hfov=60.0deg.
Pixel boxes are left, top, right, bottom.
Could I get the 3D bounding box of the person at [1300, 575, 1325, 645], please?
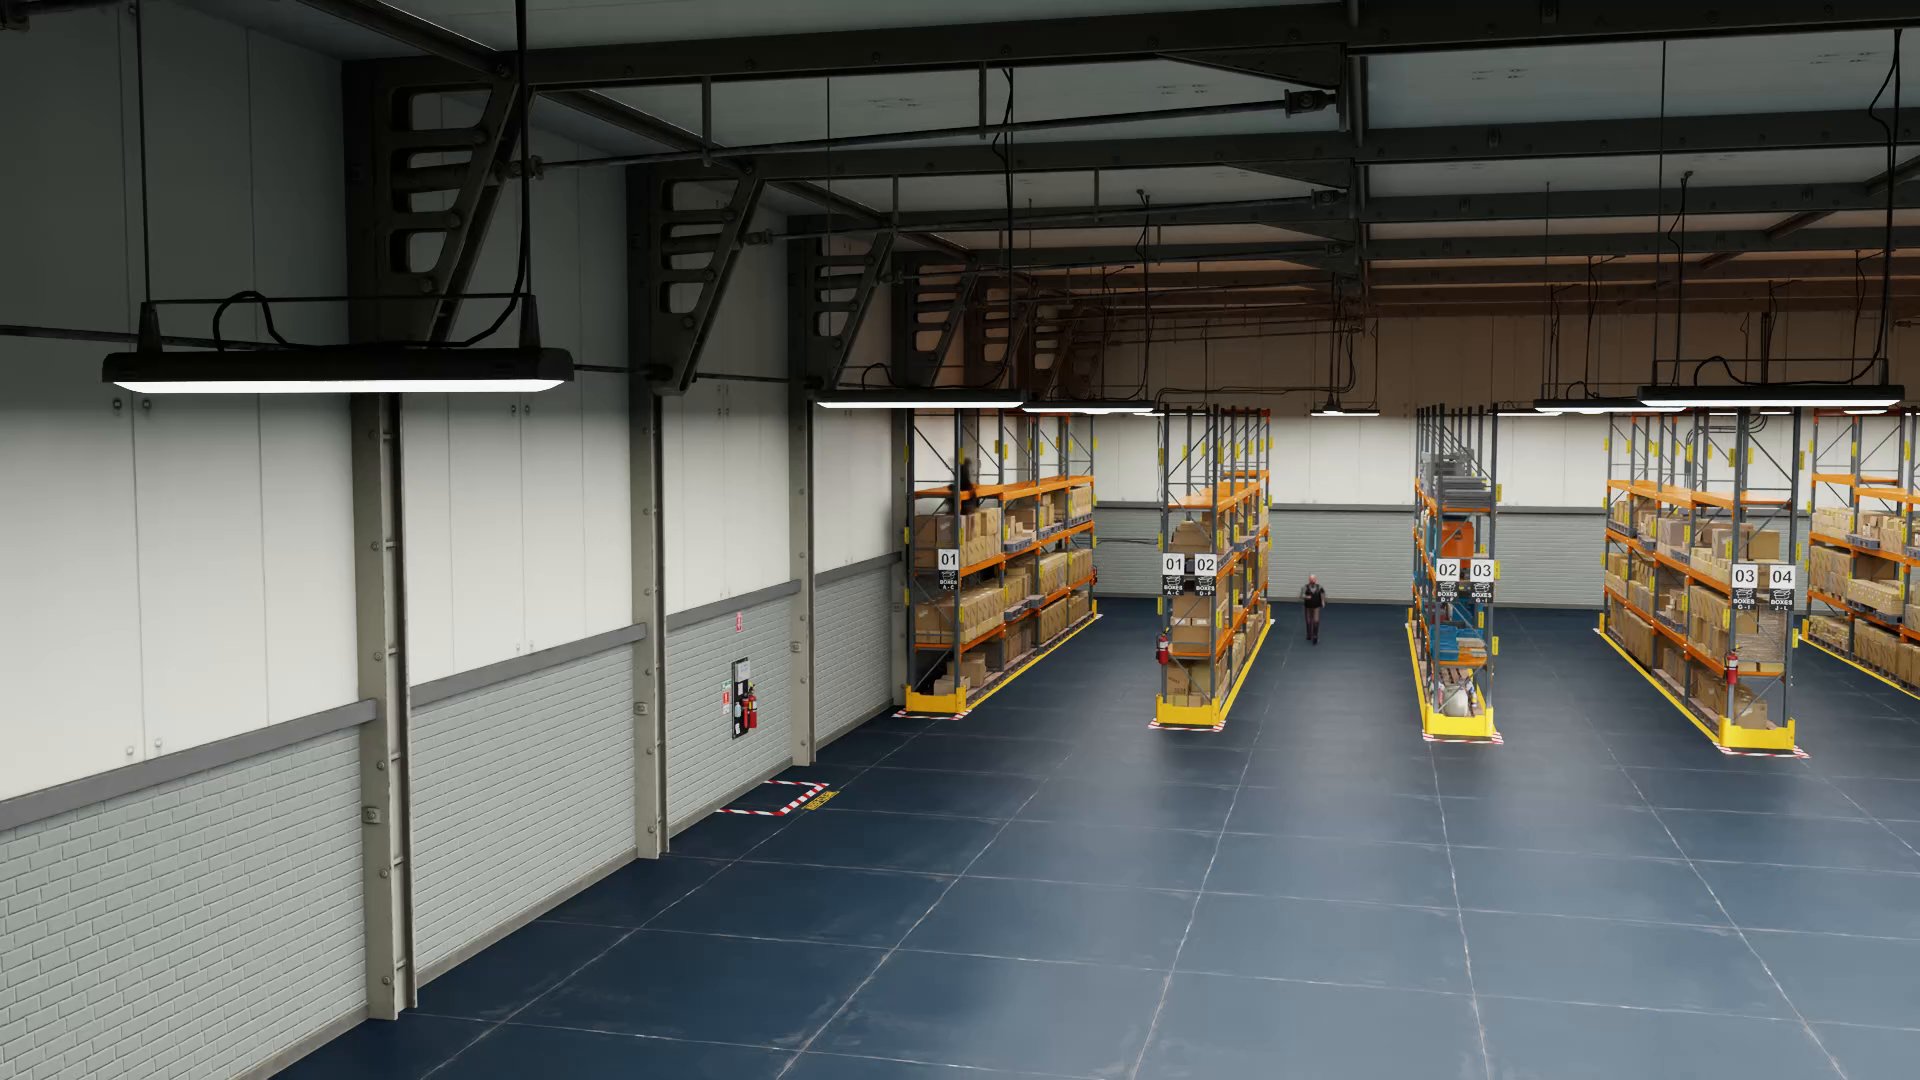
[{"bbox_3d":[8.997,1.766,42.456,0.636,1.774,0.866,1,4,12],"label":"person"}]
